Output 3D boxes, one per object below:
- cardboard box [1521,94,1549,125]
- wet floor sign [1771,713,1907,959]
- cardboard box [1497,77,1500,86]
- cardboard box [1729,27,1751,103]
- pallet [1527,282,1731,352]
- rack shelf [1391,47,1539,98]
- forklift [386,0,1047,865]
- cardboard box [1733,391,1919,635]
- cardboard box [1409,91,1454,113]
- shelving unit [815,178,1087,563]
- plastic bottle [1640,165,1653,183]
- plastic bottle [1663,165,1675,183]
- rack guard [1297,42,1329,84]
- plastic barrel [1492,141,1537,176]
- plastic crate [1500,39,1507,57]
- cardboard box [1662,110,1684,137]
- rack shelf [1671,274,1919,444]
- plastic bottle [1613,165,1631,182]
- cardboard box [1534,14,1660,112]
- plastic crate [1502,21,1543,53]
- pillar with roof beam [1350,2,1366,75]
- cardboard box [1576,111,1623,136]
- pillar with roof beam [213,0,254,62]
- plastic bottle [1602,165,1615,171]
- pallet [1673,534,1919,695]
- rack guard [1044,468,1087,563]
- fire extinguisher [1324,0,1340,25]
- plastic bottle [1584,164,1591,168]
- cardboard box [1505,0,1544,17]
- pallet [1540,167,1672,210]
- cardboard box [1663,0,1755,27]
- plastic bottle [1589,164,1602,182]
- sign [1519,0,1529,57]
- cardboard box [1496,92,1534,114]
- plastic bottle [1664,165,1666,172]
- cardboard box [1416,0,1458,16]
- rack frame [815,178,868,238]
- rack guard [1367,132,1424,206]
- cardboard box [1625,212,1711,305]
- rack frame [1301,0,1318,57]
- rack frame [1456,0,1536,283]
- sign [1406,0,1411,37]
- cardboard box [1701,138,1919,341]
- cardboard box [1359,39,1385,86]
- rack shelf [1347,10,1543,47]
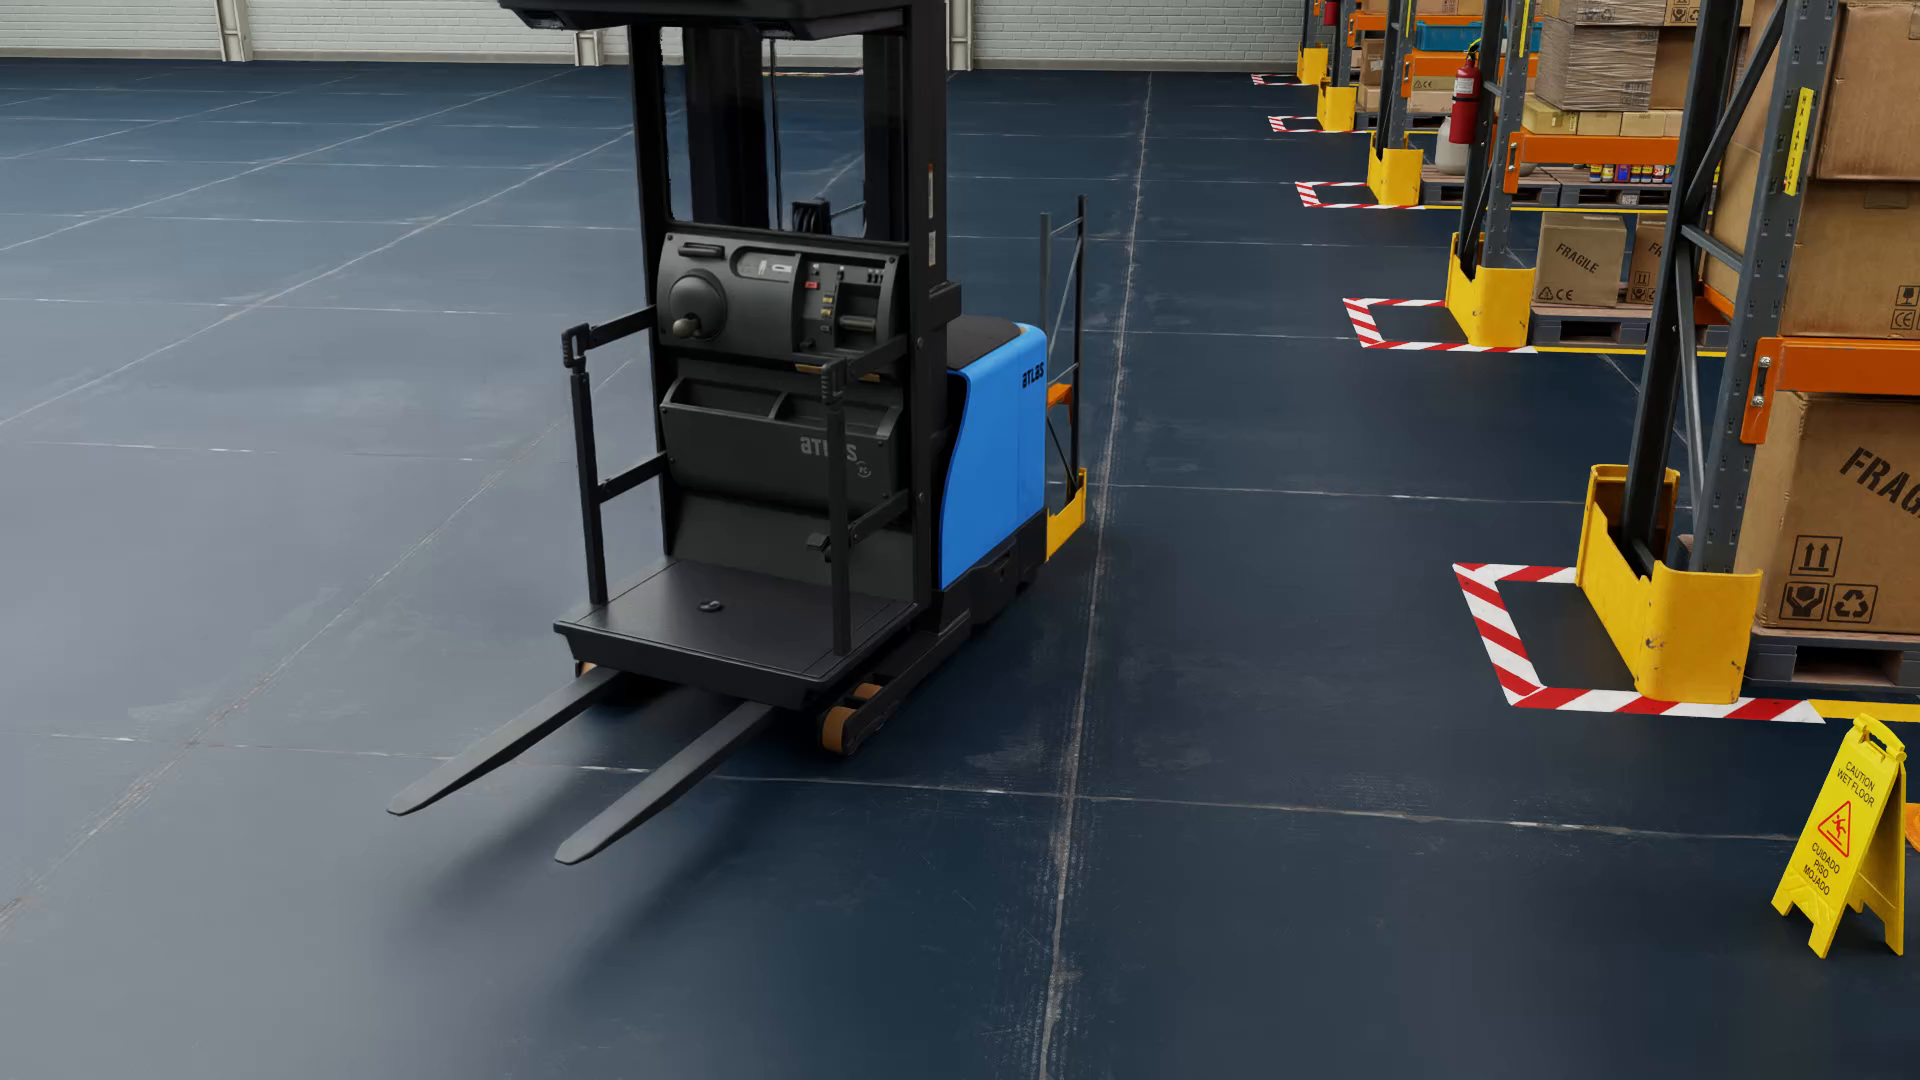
[{"bbox_3d":[3.713,-2.775,10.722,0.250,0.149,0.380,2,22,6],"label":"cardboard box"},{"bbox_3d":[2.460,0.794,4.554,0.232,0.644,0.267,-1,22,-3],"label":"wet floor sign"},{"bbox_3d":[6.077,-5.569,19.595,0.500,0.500,0.500,2,22,6],"label":"cardboard box"},{"bbox_3d":[4.951,-2.965,10.319,0.500,0.500,0.875,2,22,6],"label":"cardboard box"},{"bbox_3d":[4.284,-1.481,10.899,1.213,0.211,1.003,2,22,6],"label":"pallet"},{"bbox_3d":[5.975,-4.216,15.004,4.000,0.370,1.077,2,22,6],"label":"rack shelf"},{"bbox_3d":[-0.723,-0.819,5.524,1.130,2.935,3.031,10,24,24],"label":"forklift"},{"bbox_3d":[3.403,-0.225,6.247,0.875,0.875,0.875,3,22,7],"label":"cardboard box"},{"bbox_3d":[5.579,-5.238,19.777,0.500,0.250,0.500,2,22,6],"label":"cardboard box"},{"bbox_3d":[-0.027,-0.767,7.341,1.083,1.500,0.587,9,23,21],"label":"shelving unit"},{"bbox_3d":[6.192,-3.362,14.976,0.097,0.271,0.097,0,22,0],"label":"plastic bottle"},{"bbox_3d":[6.394,-3.353,14.954,0.097,0.271,0.097,0,22,0],"label":"plastic bottle"},{"bbox_3d":[5.230,-7.089,24.691,0.348,0.500,1.175,2,22,6],"label":"rack guard"},{"bbox_3d":[5.149,-3.654,15.414,0.421,0.512,0.421,0,22,0],"label":"plastic barrel"},{"bbox_3d":[4.840,-4.359,14.744,0.250,0.136,0.298,2,22,6],"label":"plastic crate"},{"bbox_3d":[4.404,-2.576,10.216,0.250,0.149,0.380,2,22,6],"label":"cardboard box"},{"bbox_3d":[4.708,-0.602,5.860,4.000,0.370,1.077,2,22,6],"label":"rack shelf"},{"bbox_3d":[5.975,-3.370,14.981,0.133,0.283,0.061,3,22,7],"label":"plastic bottle"},{"bbox_3d":[3.949,-2.980,10.358,0.500,0.500,0.875,2,22,6],"label":"cardboard box"},{"bbox_3d":[5.165,-4.626,15.263,0.408,0.251,0.499,2,22,6],"label":"plastic crate"},{"bbox_3d":[5.445,-9.758,19.883,0.400,9.000,9.100,2,22,6],"label":"pillar with roof beam"},{"bbox_3d":[3.907,-2.595,10.266,0.250,0.149,0.380,2,22,6],"label":"cardboard box"},{"bbox_3d":[-12.430,-10.537,21.853,0.400,9.000,9.100,2,22,6],"label":"pillar with roof beam"},{"bbox_3d":[6.099,-3.600,15.561,0.133,0.283,0.061,2,22,6],"label":"plastic bottle"},{"bbox_3d":[3.525,0.280,6.444,1.213,0.211,1.003,2,22,6],"label":"pallet"},{"bbox_3d":[0.431,-0.115,7.390,0.087,0.250,0.587,9,23,21],"label":"rack guard"},{"bbox_3d":[4.513,-6.585,20.120,0.183,0.674,0.296,2,22,6],"label":"fire extinguisher"},{"bbox_3d":[5.982,-3.661,15.717,0.133,0.283,0.061,3,22,8],"label":"plastic bottle"},{"bbox_3d":[6.575,-6.401,19.416,0.500,0.500,0.700,3,22,8],"label":"cardboard box"},{"bbox_3d":[6.084,-3.264,15.408,1.213,0.211,1.003,2,22,6],"label":"pallet"},{"bbox_3d":[4.416,-3.331,9.886,0.500,0.500,0.500,2,22,6],"label":"cardboard box"},{"bbox_3d":[5.753,-3.381,15.025,0.097,0.271,0.097,0,22,0],"label":"plastic bottle"},{"bbox_3d":[3.342,-3.034,9.856,0.005,0.325,0.100,2,22,6],"label":"sign"},{"bbox_3d":[6.571,-5.193,19.663,0.500,0.250,0.500,2,22,6],"label":"cardboard box"},{"bbox_3d":[6.606,-3.560,15.471,0.135,0.276,0.152,2,22,6],"label":"plastic bottle"},{"bbox_3d":[5.560,-6.446,19.530,0.500,0.500,0.700,3,22,8],"label":"cardboard box"},{"bbox_3d":[-0.504,-0.841,7.528,0.032,1.500,0.500,9,23,21],"label":"rack frame"},{"bbox_3d":[4.070,-3.489,15.585,0.348,0.500,1.175,2,22,6],"label":"rack guard"},{"bbox_3d":[4.622,-1.816,10.781,0.500,0.500,0.500,8,23,20],"label":"cardboard box"},{"bbox_3d":[5.155,-8.255,24.239,0.127,3.000,1.000,2,22,6],"label":"rack frame"},{"bbox_3d":[3.406,-2.829,10.516,0.127,3.000,1.000,2,22,6],"label":"rack frame"},{"bbox_3d":[3.920,-4.566,14.532,0.005,0.325,0.100,2,22,6],"label":"sign"},{"bbox_3d":[3.096,-1.093,5.920,0.550,0.550,0.875,2,22,6],"label":"cardboard box"},{"bbox_3d":[5.143,-5.797,20.171,0.500,0.500,0.500,2,22,6],"label":"cardboard box"},{"bbox_3d":[6.562,-6.025,19.578,4.000,0.370,1.077,2,22,6],"label":"rack shelf"}]
